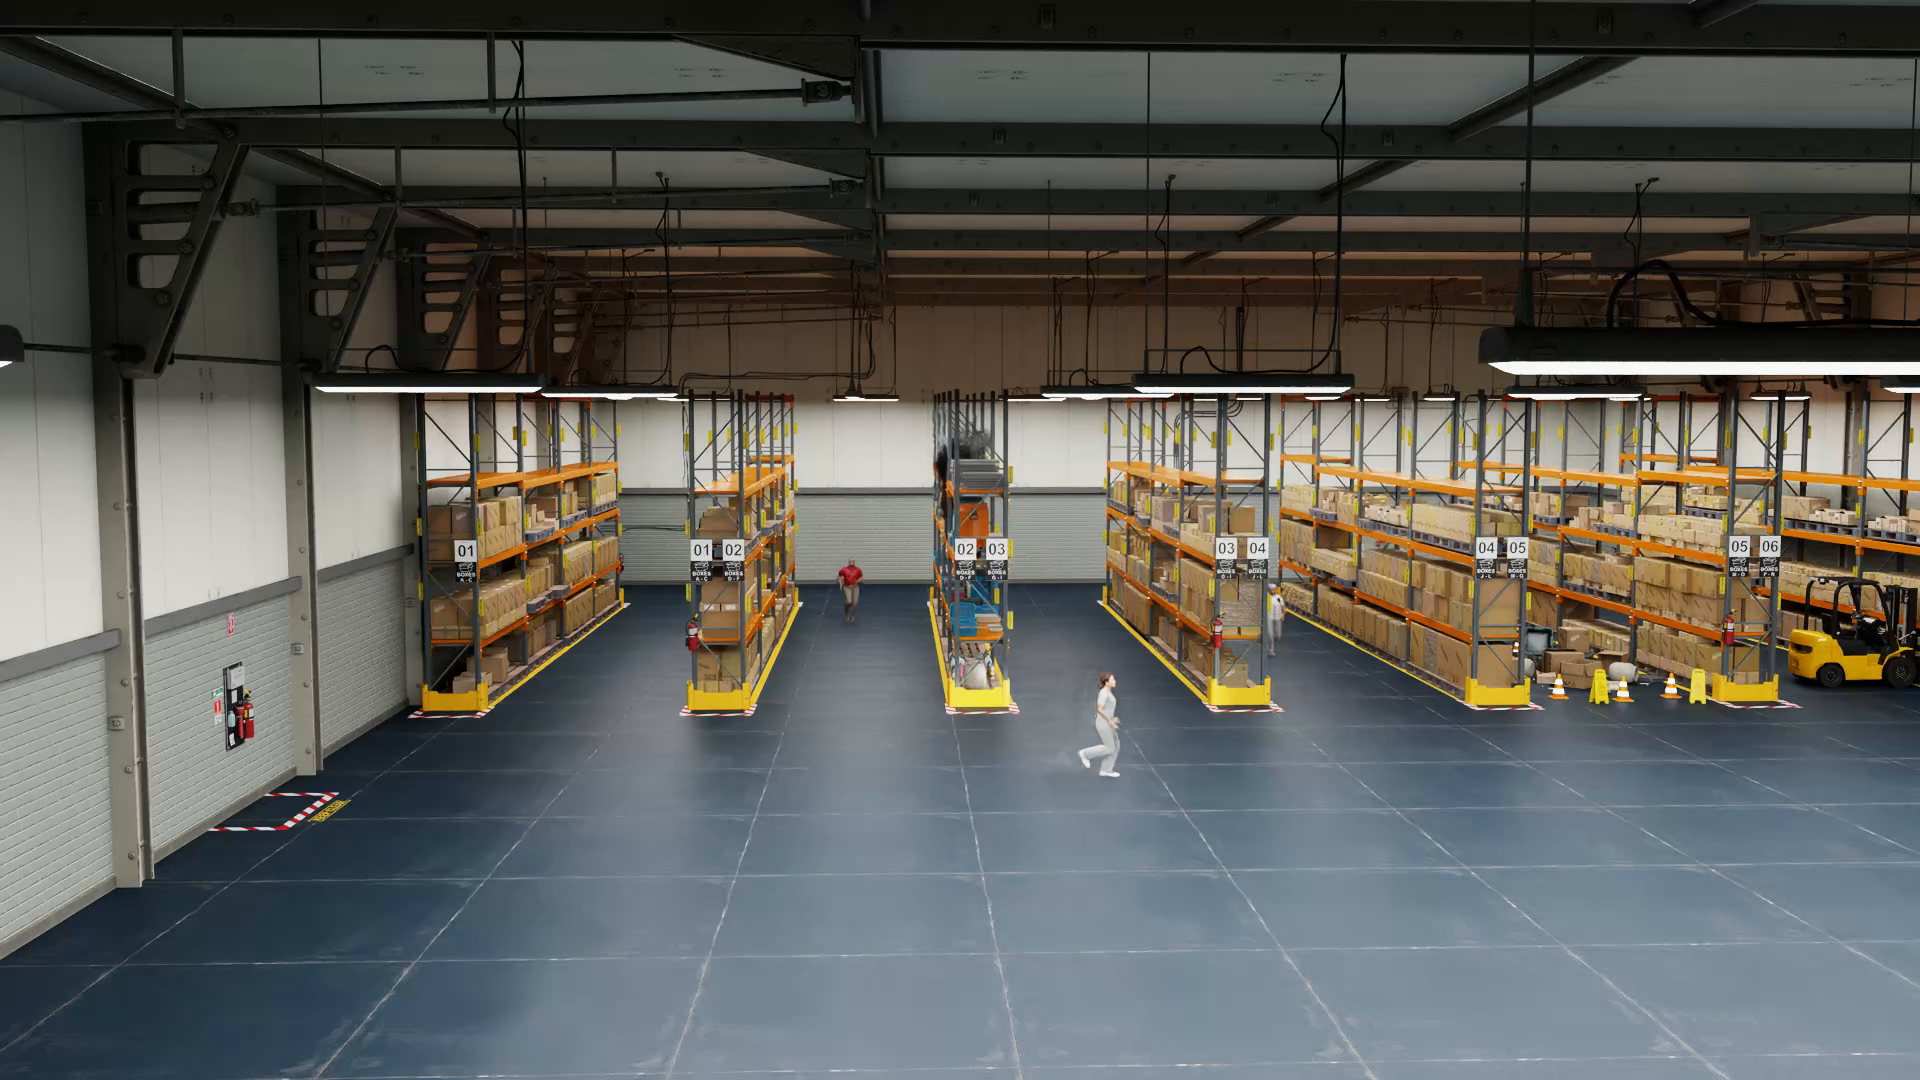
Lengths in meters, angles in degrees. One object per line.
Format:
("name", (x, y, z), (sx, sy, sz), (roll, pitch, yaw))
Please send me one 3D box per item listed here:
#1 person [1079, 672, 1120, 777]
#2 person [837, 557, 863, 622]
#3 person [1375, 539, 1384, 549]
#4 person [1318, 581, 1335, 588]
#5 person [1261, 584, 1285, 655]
("person", (2.152, 2.835, 25.584), (0.622, 1.621, 0.550), (1, 5, 12))
("person", (-2.848, 1.314, 43.619), (0.642, 1.706, 0.666), (-1, 5, -15))
("person", (12.526, 0.817, 49.248), (0.979, 1.809, 0.606), (0, 5, -3))
("person", (10.690, 0.903, 48.574), (0.730, 1.793, 0.696), (-4, 6, -37))
("person", (7.137, 1.807, 38.104), (0.646, 1.622, 0.630), (-1, 5, -8))
